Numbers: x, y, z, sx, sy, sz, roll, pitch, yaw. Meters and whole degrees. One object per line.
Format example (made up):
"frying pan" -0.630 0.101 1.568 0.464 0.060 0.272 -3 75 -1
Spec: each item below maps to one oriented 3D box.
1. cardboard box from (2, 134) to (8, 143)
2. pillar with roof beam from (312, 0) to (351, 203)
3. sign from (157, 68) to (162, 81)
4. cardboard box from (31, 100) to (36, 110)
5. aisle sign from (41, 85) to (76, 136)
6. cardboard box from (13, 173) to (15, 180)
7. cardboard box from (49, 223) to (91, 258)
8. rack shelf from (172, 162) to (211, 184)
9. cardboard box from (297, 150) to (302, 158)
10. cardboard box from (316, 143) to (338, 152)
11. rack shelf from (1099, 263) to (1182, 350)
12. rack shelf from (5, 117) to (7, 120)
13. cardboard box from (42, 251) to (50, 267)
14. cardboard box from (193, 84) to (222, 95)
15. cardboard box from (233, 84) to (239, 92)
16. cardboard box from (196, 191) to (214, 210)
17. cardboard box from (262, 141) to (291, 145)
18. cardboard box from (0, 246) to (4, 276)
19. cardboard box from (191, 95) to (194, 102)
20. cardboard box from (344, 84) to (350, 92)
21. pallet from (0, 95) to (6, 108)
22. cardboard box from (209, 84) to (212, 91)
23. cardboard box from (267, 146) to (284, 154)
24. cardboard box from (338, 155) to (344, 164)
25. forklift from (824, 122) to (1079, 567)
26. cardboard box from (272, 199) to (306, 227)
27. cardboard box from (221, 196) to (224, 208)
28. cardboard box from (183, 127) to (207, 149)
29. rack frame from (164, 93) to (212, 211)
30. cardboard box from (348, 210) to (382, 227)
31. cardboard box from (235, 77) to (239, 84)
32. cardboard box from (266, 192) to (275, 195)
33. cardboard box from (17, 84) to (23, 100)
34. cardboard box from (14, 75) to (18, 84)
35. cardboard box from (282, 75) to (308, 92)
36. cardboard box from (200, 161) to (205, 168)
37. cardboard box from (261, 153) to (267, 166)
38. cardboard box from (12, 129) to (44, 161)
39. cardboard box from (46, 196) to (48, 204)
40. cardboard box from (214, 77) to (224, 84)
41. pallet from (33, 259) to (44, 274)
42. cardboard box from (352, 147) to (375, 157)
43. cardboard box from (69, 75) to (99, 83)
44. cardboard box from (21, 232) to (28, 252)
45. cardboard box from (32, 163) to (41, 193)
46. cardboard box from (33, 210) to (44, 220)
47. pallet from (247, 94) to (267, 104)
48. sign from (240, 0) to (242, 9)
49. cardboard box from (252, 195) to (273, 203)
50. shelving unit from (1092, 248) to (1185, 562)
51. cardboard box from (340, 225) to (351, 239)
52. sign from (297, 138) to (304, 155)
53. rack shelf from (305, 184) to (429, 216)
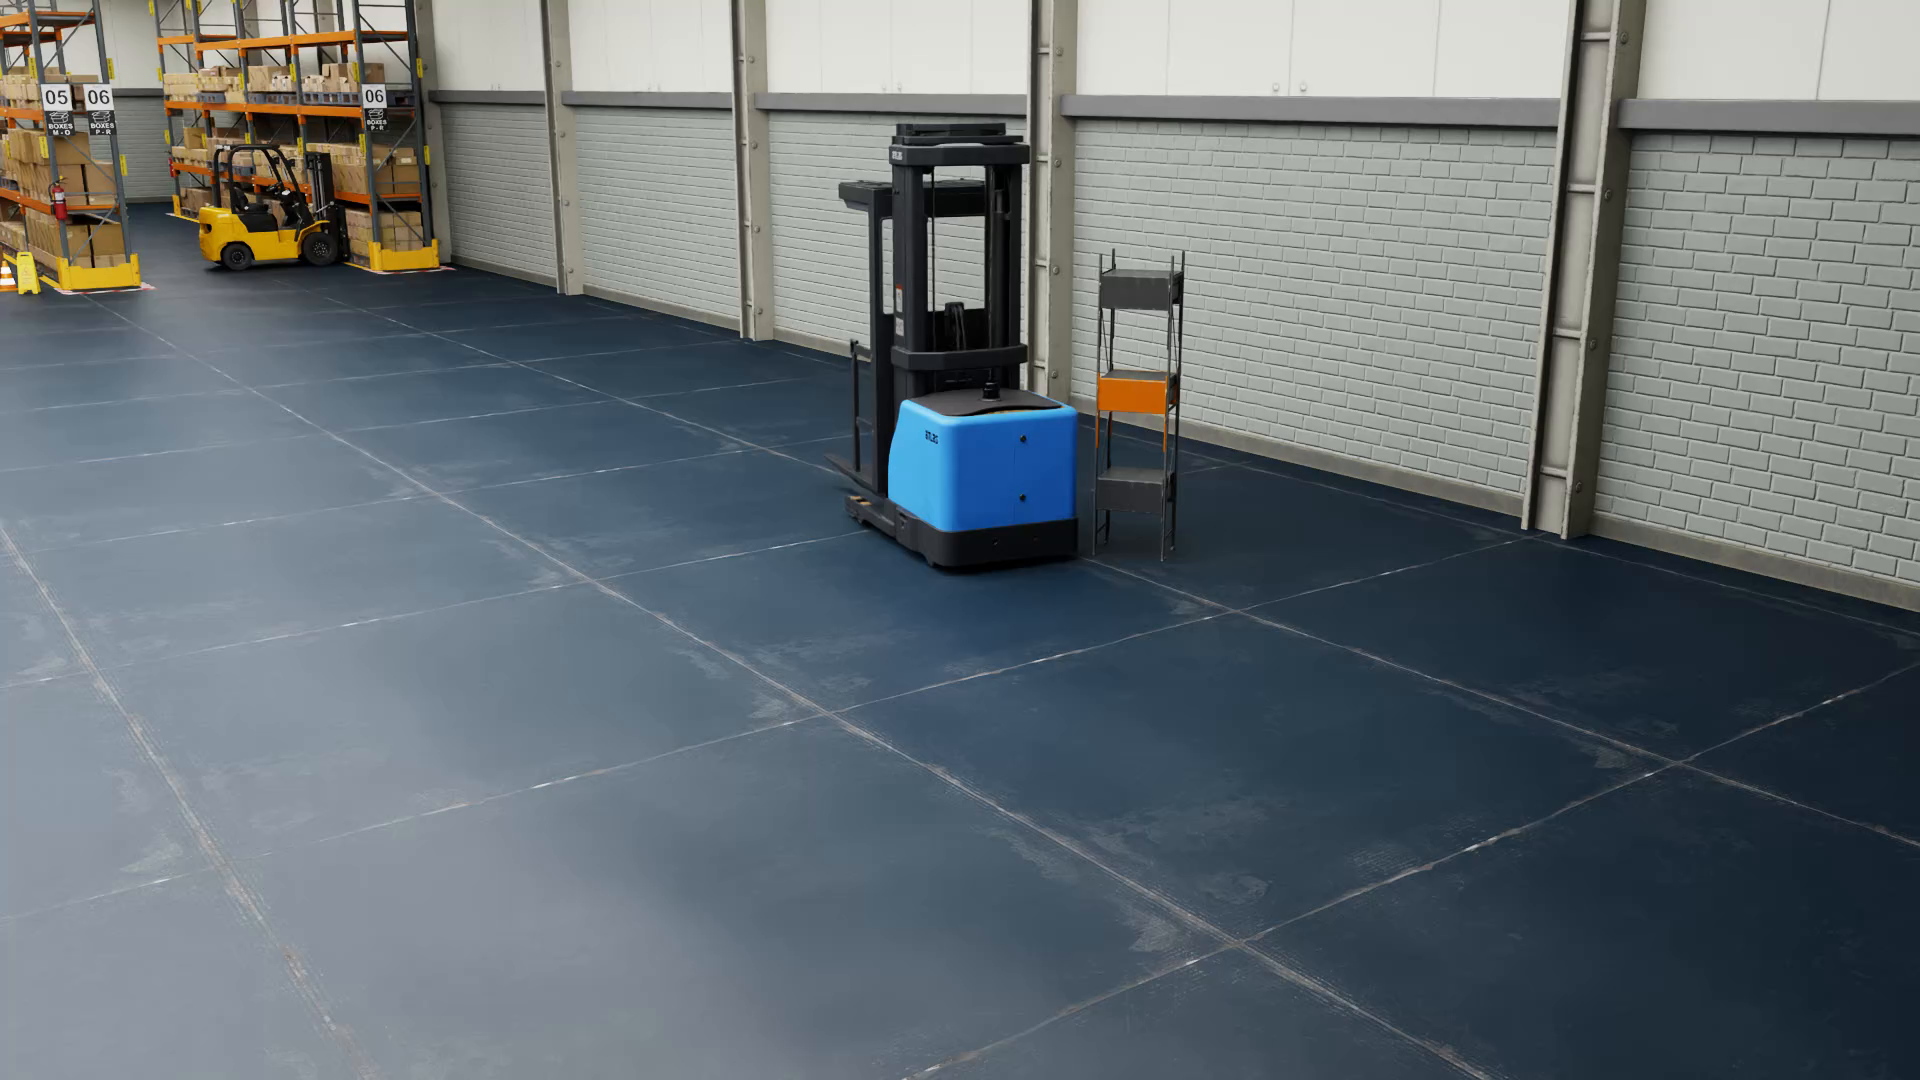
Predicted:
"cardboard box" -17.426 -7.406 30.676 0.380 0.149 0.250 -12 19 -37
"pillar with roof beam" -16.702 -10.148 32.106 9.100 9.000 0.400 -11 19 -35
"sign" -19.858 -11.553 41.268 0.100 0.325 0.005 -11 19 -35
"cardboard box" -15.042 -7.160 27.348 0.380 0.149 0.250 -11 19 -35
"aisle sign" -14.222 -6.777 26.230 0.394 0.787 0.004 -11 19 -35
"cardboard box" -17.043 -6.643 30.345 0.380 0.149 0.250 -12 19 -36
"cardboard box" -14.706 -4.950 27.472 0.500 0.500 0.500 -11 19 -34
"rack shelf" -18.243 -8.995 40.622 1.077 0.370 4.000 -11 19 -35
"cardboard box" -12.910 -7.659 32.958 0.380 0.149 0.250 -11 19 -35
"cardboard box" -12.175 -7.558 32.027 0.380 0.149 0.250 -11 19 -34
"rack shelf" 1.233 -1.594 11.322 0.480 0.518 0.431 5 16 18
"rack shelf" -19.904 -8.816 34.287 1.077 0.370 4.000 -11 19 -35
"cardboard box" -15.328 -4.811 28.385 0.500 0.250 0.500 -12 19 -37
"cardboard box" -17.553 -10.497 38.785 0.500 0.250 0.500 -11 19 -34
"cardboard box" -15.570 -9.831 36.159 0.380 0.149 0.250 -11 19 -35
"cardboard box" -18.055 -8.210 40.332 0.700 0.500 0.500 -12 19 -37
"cardboard box" -14.891 -8.446 36.267 0.500 0.500 0.500 -10 18 -32
"cardboard box" -16.847 -4.791 28.629 0.500 0.500 0.500 1 15 4
"cardboard box" -17.951 -10.436 39.318 0.380 0.149 0.250 -11 19 -35
"cardboard box" -10.744 -8.059 29.647 0.380 0.149 0.250 -12 19 -36
"pallet" -16.653 -7.940 30.078 1.213 0.211 1.003 -11 19 -35
"cardboard box" -16.611 -10.148 37.280 0.380 0.149 0.250 -11 19 -35
"cardboard box" -14.272 -8.147 34.741 0.380 0.149 0.250 -11 19 -34
"cardboard box" -11.216 -7.014 30.604 0.380 0.149 0.250 -11 19 -34
"forklift" -0.227 -1.579 12.292 1.130 2.935 3.031 -6 17 -22
"cardboard box" -13.969 -6.844 35.104 0.875 0.625 0.625 -10 18 -33
"cardboard box" -16.965 -7.774 38.736 0.500 0.500 0.500 -10 18 -32
"cardboard box" -18.488 -9.743 40.292 0.500 0.500 0.500 -10 18 -33
"rack frame" -19.419 -9.769 42.087 1.000 3.000 0.127 -11 19 -35
"cardboard box" -10.839 -5.869 30.357 0.500 0.250 0.500 -10 18 -34
"cardboard box" -15.423 -9.920 35.922 0.380 0.149 0.250 -12 19 -36
"cardboard box" -15.393 -7.753 37.430 0.380 0.149 0.250 -11 19 -36
"cardboard box" -15.446 -7.492 27.805 0.500 0.250 0.500 -11 19 -34
"cardboard box" -15.811 -7.814 28.225 0.380 0.149 0.250 -12 19 -36
"cardboard box" -12.986 -8.978 32.698 0.500 0.311 0.500 -12 19 -36
"cardboard box" -17.802 -8.927 39.485 0.380 0.149 0.250 -10 18 -33
"cardboard box" -14.358 -7.990 34.923 0.500 0.250 0.500 -10 18 -33
"cardboard box" -15.737 -6.758 28.438 0.700 0.500 0.500 -11 19 -36
"cardboard box" -14.789 -5.602 27.337 0.380 0.149 0.250 -11 19 -35
"cardboard box" -16.293 -10.183 36.846 0.380 0.149 0.250 -11 19 -34
"pallet" -15.953 -4.952 29.771 1.003 0.211 1.213 -11 19 -35
"cardboard box" -10.738 -7.000 29.989 0.380 0.149 0.250 -10 18 -33
"cardboard box" -14.068 -7.399 26.711 0.380 0.149 0.250 -11 19 -35
"cardboard box" -16.687 -5.482 30.606 0.950 0.372 0.625 -11 19 -34
"cardboard box" -15.148 -6.061 27.786 0.500 0.500 0.500 -11 19 -35
"cardboard box" -15.758 -5.616 28.676 0.380 0.149 0.250 -10 18 -31
"pallet" -14.244 -9.285 34.996 1.213 0.211 1.003 -10 18 -32
"sign" -16.622 -12.423 38.349 0.100 0.325 0.005 -11 19 -35
"cardboard box" -15.210 -7.437 36.276 0.380 0.149 0.250 -12 19 -37
"shelving unit" 1.233 -0.932 11.503 0.503 2.100 0.431 5 16 18
"cardboard box" -11.157 -5.741 30.836 0.500 0.250 0.500 -11 19 -36
"sign" -12.797 -7.641 32.267 0.100 0.325 0.005 -11 19 -35
"rack shelf" -11.187 -6.433 31.259 1.077 0.370 4.000 -11 19 -35
